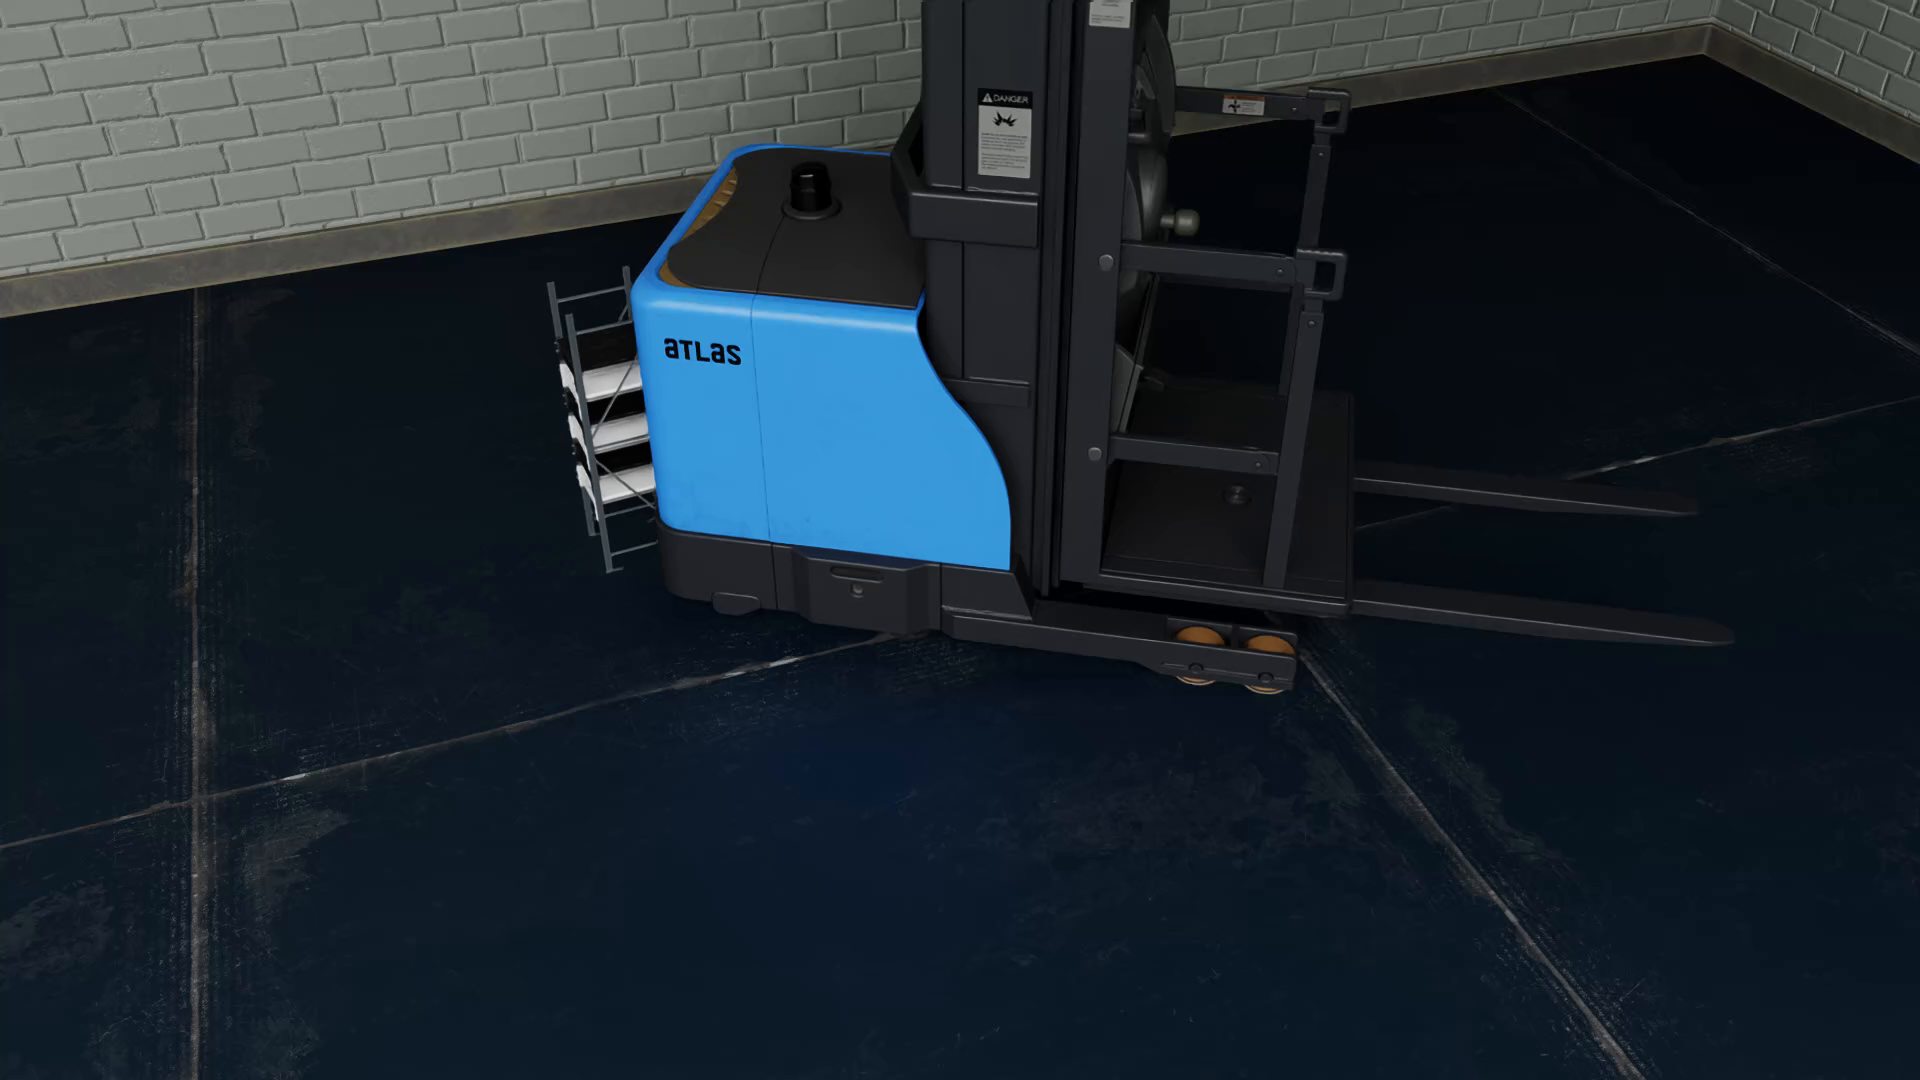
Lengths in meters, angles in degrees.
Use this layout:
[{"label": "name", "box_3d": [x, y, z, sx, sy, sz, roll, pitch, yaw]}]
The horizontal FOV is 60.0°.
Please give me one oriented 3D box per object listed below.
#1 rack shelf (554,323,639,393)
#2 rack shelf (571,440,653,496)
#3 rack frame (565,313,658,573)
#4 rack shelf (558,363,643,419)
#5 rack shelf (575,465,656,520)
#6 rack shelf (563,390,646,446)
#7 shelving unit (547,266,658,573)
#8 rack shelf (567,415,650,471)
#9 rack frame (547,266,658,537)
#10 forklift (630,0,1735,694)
[{"label": "rack shelf", "box_3d": [-1.022, -0.535, 4.818, 0.258, 0.077, 0.200, -16, 40, -20]}, {"label": "rack shelf", "box_3d": [-1.022, -0.247, 5.035, 0.258, 0.077, 0.200, -16, 40, -20]}, {"label": "rack frame", "box_3d": [-0.978, -0.290, 4.887, 0.240, 0.900, 0.006, -16, 40, -20]}, {"label": "rack shelf", "box_3d": [-1.022, -0.463, 4.873, 0.258, 0.077, 0.200, -16, 40, -20]}, {"label": "rack shelf", "box_3d": [-1.022, -0.175, 5.089, 0.258, 0.077, 0.200, -16, 40, -20]}, {"label": "rack shelf", "box_3d": [-1.022, -0.391, 4.927, 0.258, 0.077, 0.200, -16, 40, -20]}, {"label": "shelving unit", "box_3d": [-1.022, -0.346, 4.961, 0.258, 0.900, 0.210, -16, 40, -20]}, {"label": "rack shelf", "box_3d": [-1.022, -0.319, 4.981, 0.258, 0.077, 0.200, -16, 40, -20]}, {"label": "rack frame", "box_3d": [-1.065, -0.401, 5.034, 0.240, 0.900, 0.006, -16, 40, -20]}, {"label": "forklift", "box_3d": [0.681, -1.086, 4.256, 3.031, 2.935, 1.130, 7, 38, 9]}]
